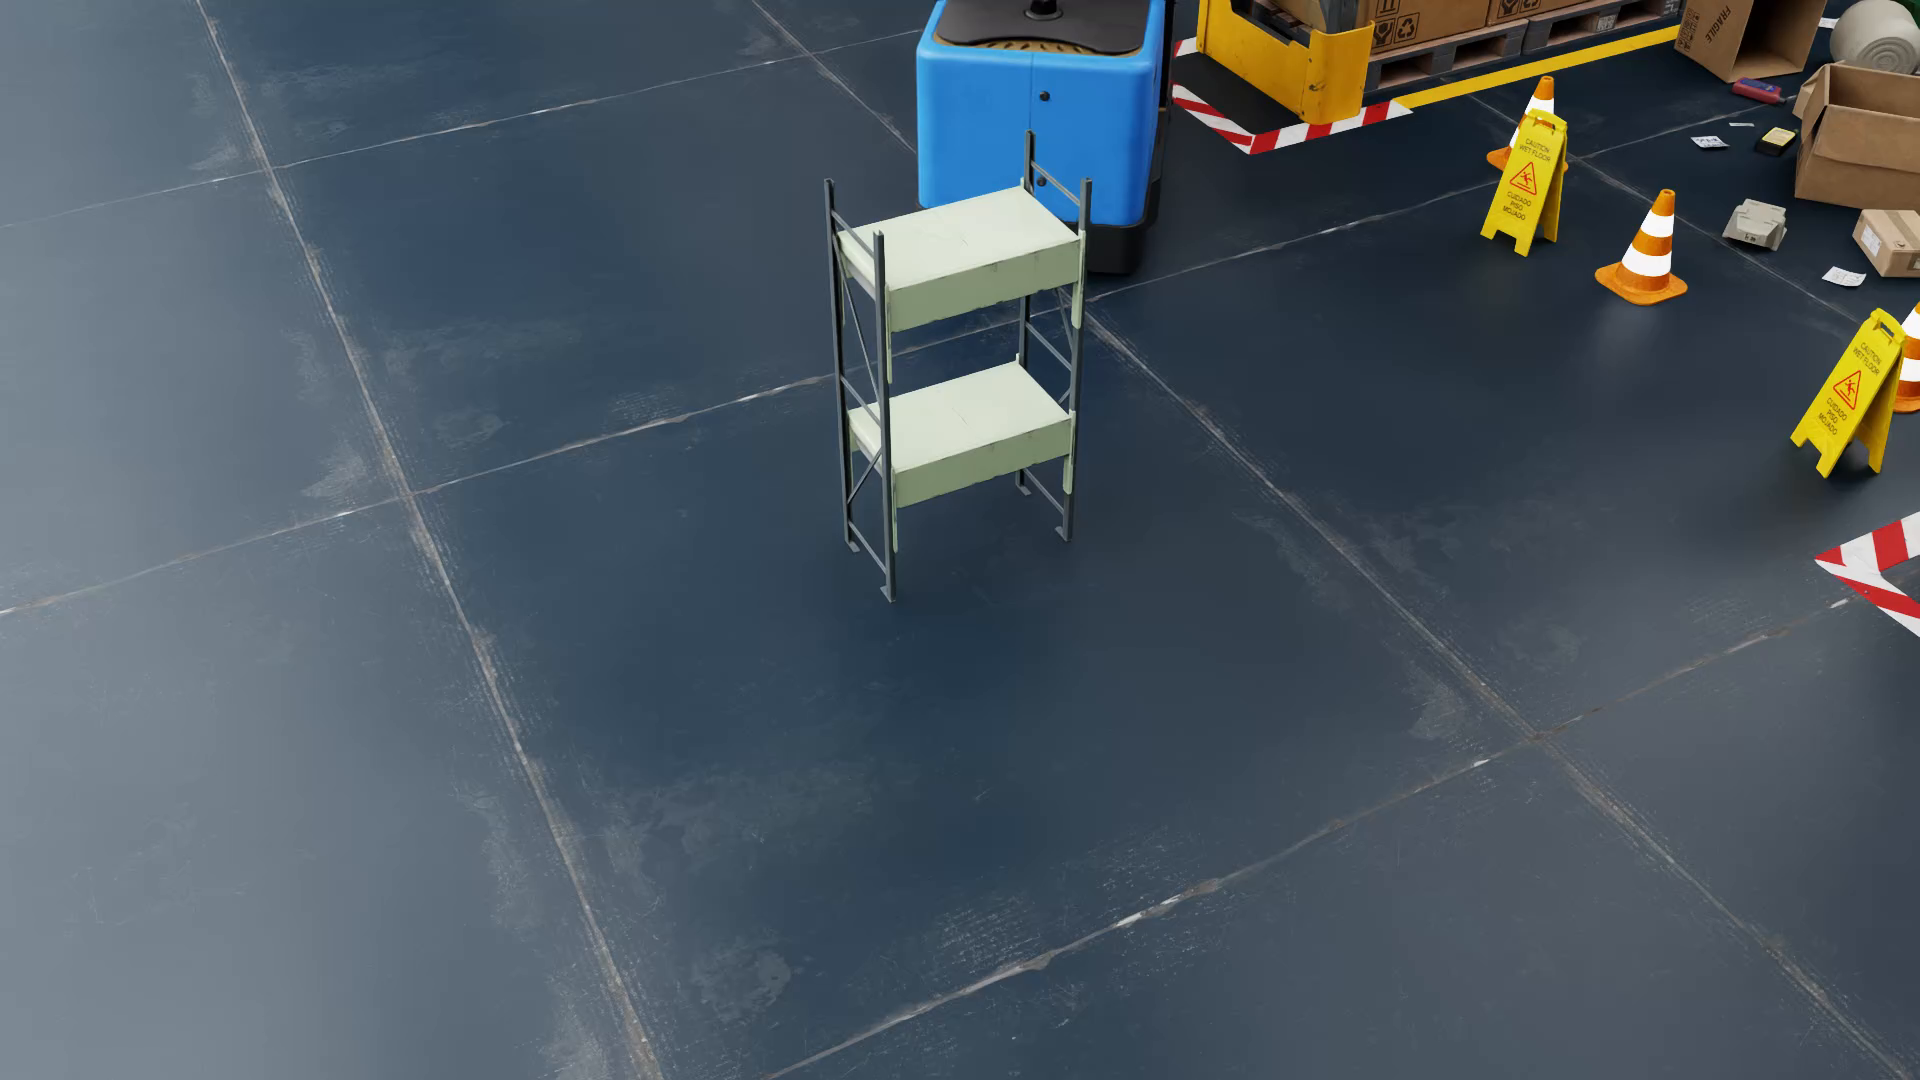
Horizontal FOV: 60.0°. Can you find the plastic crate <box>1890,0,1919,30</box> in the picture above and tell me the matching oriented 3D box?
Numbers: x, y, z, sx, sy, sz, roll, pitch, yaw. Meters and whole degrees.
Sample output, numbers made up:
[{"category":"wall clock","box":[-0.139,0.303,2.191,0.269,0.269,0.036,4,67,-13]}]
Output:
[{"category":"plastic crate","box":[5.781,-3.072,9.689,0.662,0.188,0.450,2,30,2]}]

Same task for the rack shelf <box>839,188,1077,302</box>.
[{"category":"rack shelf","box":[-0.006,-0.943,5.448,0.686,0.124,0.368,-19,44,-21]}]

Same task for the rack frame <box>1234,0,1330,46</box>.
[{"category":"rack frame","box":[1.780,-3.734,8.339,0.053,2.616,0.949,-19,44,-21]}]

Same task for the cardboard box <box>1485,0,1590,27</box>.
[{"category":"cardboard box","box":[3.132,-3.585,9.483,0.875,0.875,0.875,-19,44,-21]}]

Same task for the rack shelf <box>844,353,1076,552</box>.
[{"category":"rack shelf","box":[-0.006,-0.322,5.974,0.720,0.370,0.431,-19,44,-21]}]

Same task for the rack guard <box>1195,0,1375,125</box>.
[{"category":"rack guard","box":[1.761,-2.771,9.136,0.348,0.500,1.175,-19,44,-21]}]

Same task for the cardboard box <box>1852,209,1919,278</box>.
[{"category":"cardboard box","box":[4.387,-1.386,7.772,0.250,0.149,0.380,2,40,2]}]

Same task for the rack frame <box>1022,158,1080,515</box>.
[{"category":"rack frame","box":[0.319,-0.679,5.891,0.010,1.308,0.380,-19,44,-21]}]

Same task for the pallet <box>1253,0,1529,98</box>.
[{"category":"pallet","box":[2.455,-2.951,9.573,1.213,0.211,1.003,-19,44,-21]}]

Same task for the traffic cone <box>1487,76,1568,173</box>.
[{"category":"traffic cone","box":[2.909,-2.108,8.383,0.334,0.463,0.336,-19,44,-21]}]

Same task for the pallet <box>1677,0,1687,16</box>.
[{"category":"pallet","box":[4.619,-3.679,10.433,1.213,0.211,1.003,-19,44,-21]}]

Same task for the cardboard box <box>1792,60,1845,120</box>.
[{"category":"cardboard box","box":[4.656,-2.314,8.778,0.258,0.266,0.396,-12,42,-13]}]

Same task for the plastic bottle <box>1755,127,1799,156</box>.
[{"category":"plastic bottle","box":[4.269,-2.091,8.673,0.133,0.061,0.283,31,49,31]}]

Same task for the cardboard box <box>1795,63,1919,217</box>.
[{"category":"cardboard box","box":[4.547,-1.948,8.161,0.797,0.503,0.637,15,42,17]}]

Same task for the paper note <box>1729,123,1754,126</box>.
[{"category":"paper note","box":[4.163,-2.212,8.855,0.123,0.001,0.032,2,40,2]}]

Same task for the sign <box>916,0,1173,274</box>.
[{"category":"sign","box":[0.449,-2.876,7.460,2.025,2.768,2.177,-19,44,-21]}]

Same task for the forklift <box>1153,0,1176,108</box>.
[{"category":"forklift","box":[0.546,-3.285,7.862,1.121,2.935,3.031,6,41,7]}]

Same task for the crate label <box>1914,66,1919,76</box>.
[{"category":"crate label","box":[5.477,-2.715,9.352,0.298,0.136,0.250,15,42,17]}]

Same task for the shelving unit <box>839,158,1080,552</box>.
[{"category":"shelving unit","box":[-0.001,-0.572,5.765,0.731,1.308,0.431,-19,44,-21]}]

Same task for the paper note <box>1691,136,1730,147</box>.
[{"category":"paper note","box":[3.920,-2.081,8.686,0.142,0.017,0.144,-5,40,-6]}]

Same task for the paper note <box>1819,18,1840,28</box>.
[{"category":"paper note","box":[5.152,-3.073,9.856,0.147,0.020,0.142,15,42,17]}]
